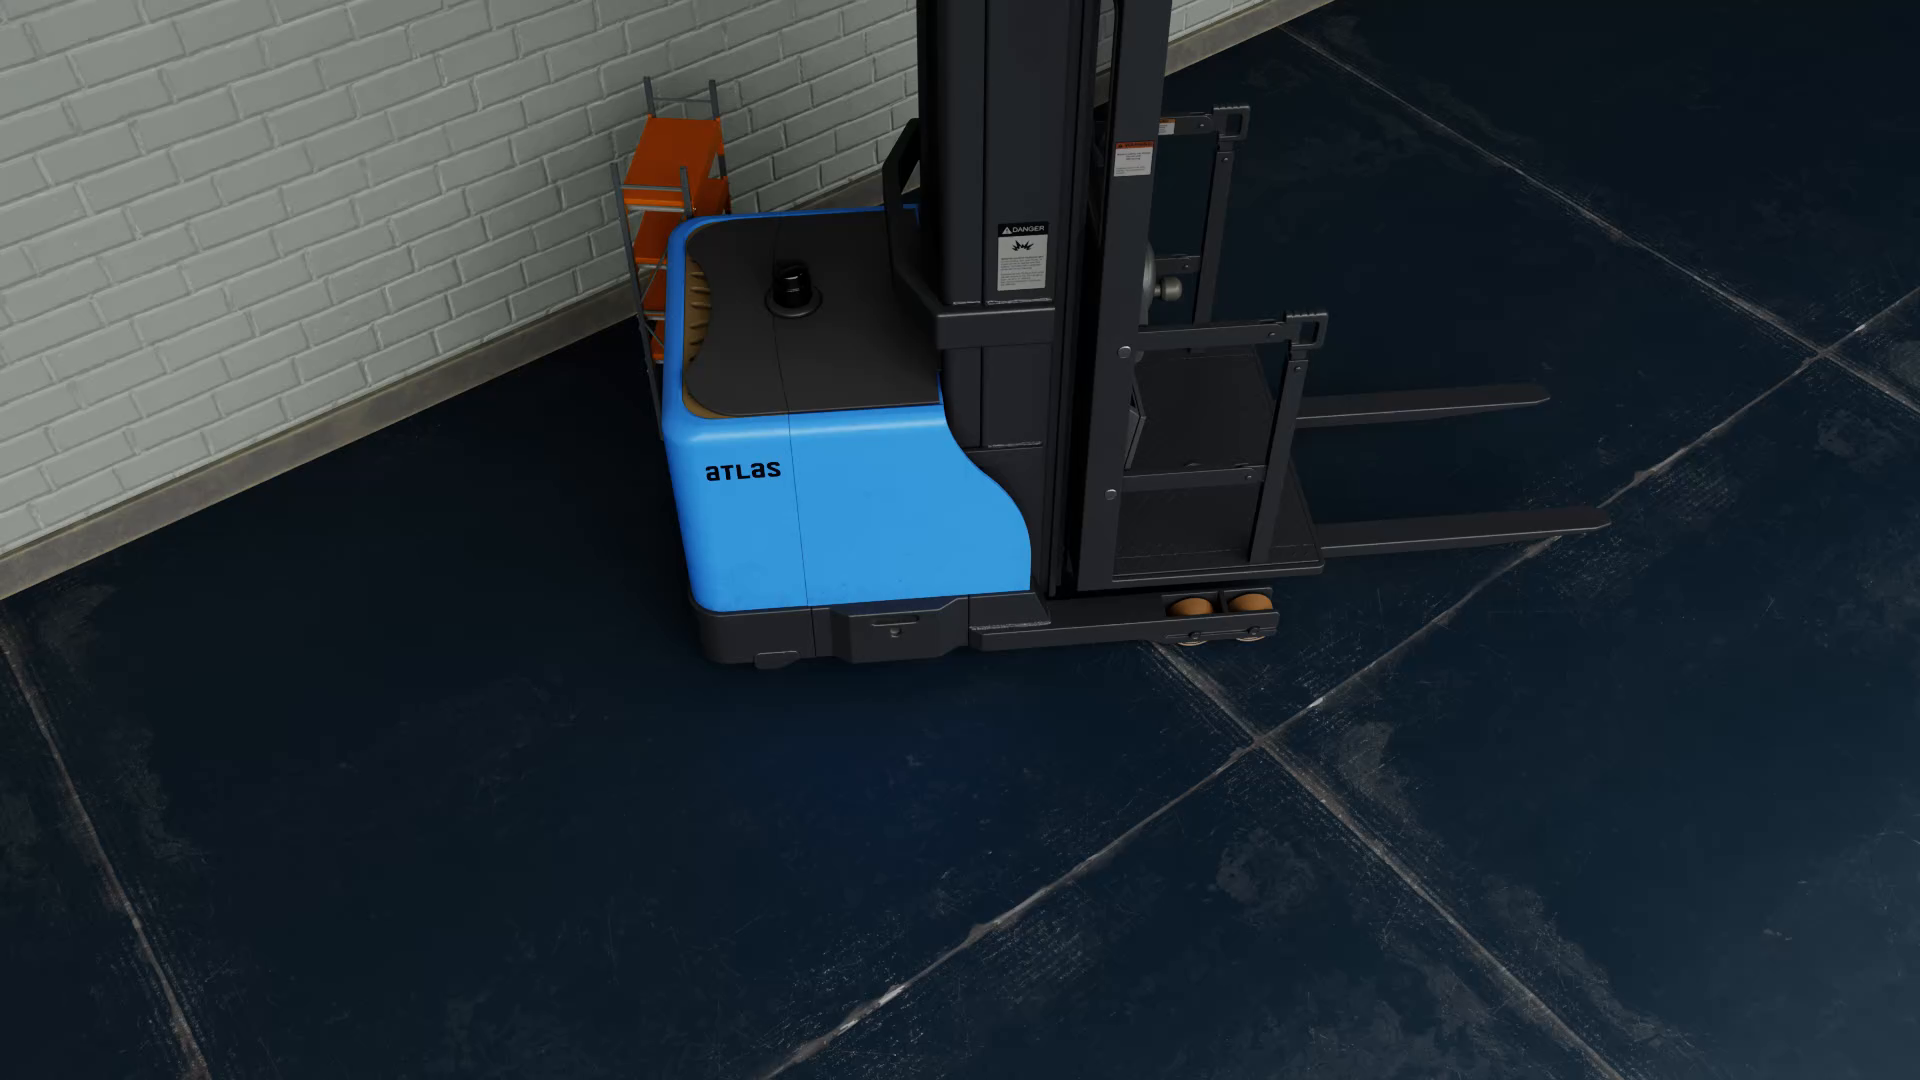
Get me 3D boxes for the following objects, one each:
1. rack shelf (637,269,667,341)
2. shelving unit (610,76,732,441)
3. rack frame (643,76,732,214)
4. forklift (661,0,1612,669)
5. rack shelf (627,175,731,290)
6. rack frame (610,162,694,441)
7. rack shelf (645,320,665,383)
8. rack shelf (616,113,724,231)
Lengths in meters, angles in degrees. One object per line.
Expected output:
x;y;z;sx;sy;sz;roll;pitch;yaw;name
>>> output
-0.953;-0.900;5.847;0.258;0.148;0.480;4;48;3;rack shelf
-0.953;-0.945;5.797;0.258;1.200;0.503;4;48;3;shelving unit
-0.932;-1.125;5.960;0.240;1.200;0.015;4;48;3;rack frame
0.620;-1.028;4.704;3.031;2.935;1.130;-4;48;-4;forklift
-0.953;-1.050;5.681;0.258;0.148;0.480;4;48;3;rack shelf
-0.974;-0.765;5.634;0.240;1.200;0.015;4;48;3;rack frame
-0.953;-0.767;5.994;0.258;0.148;0.480;4;48;3;rack shelf
-0.953;-1.209;5.506;0.258;0.148;0.480;4;48;3;rack shelf
